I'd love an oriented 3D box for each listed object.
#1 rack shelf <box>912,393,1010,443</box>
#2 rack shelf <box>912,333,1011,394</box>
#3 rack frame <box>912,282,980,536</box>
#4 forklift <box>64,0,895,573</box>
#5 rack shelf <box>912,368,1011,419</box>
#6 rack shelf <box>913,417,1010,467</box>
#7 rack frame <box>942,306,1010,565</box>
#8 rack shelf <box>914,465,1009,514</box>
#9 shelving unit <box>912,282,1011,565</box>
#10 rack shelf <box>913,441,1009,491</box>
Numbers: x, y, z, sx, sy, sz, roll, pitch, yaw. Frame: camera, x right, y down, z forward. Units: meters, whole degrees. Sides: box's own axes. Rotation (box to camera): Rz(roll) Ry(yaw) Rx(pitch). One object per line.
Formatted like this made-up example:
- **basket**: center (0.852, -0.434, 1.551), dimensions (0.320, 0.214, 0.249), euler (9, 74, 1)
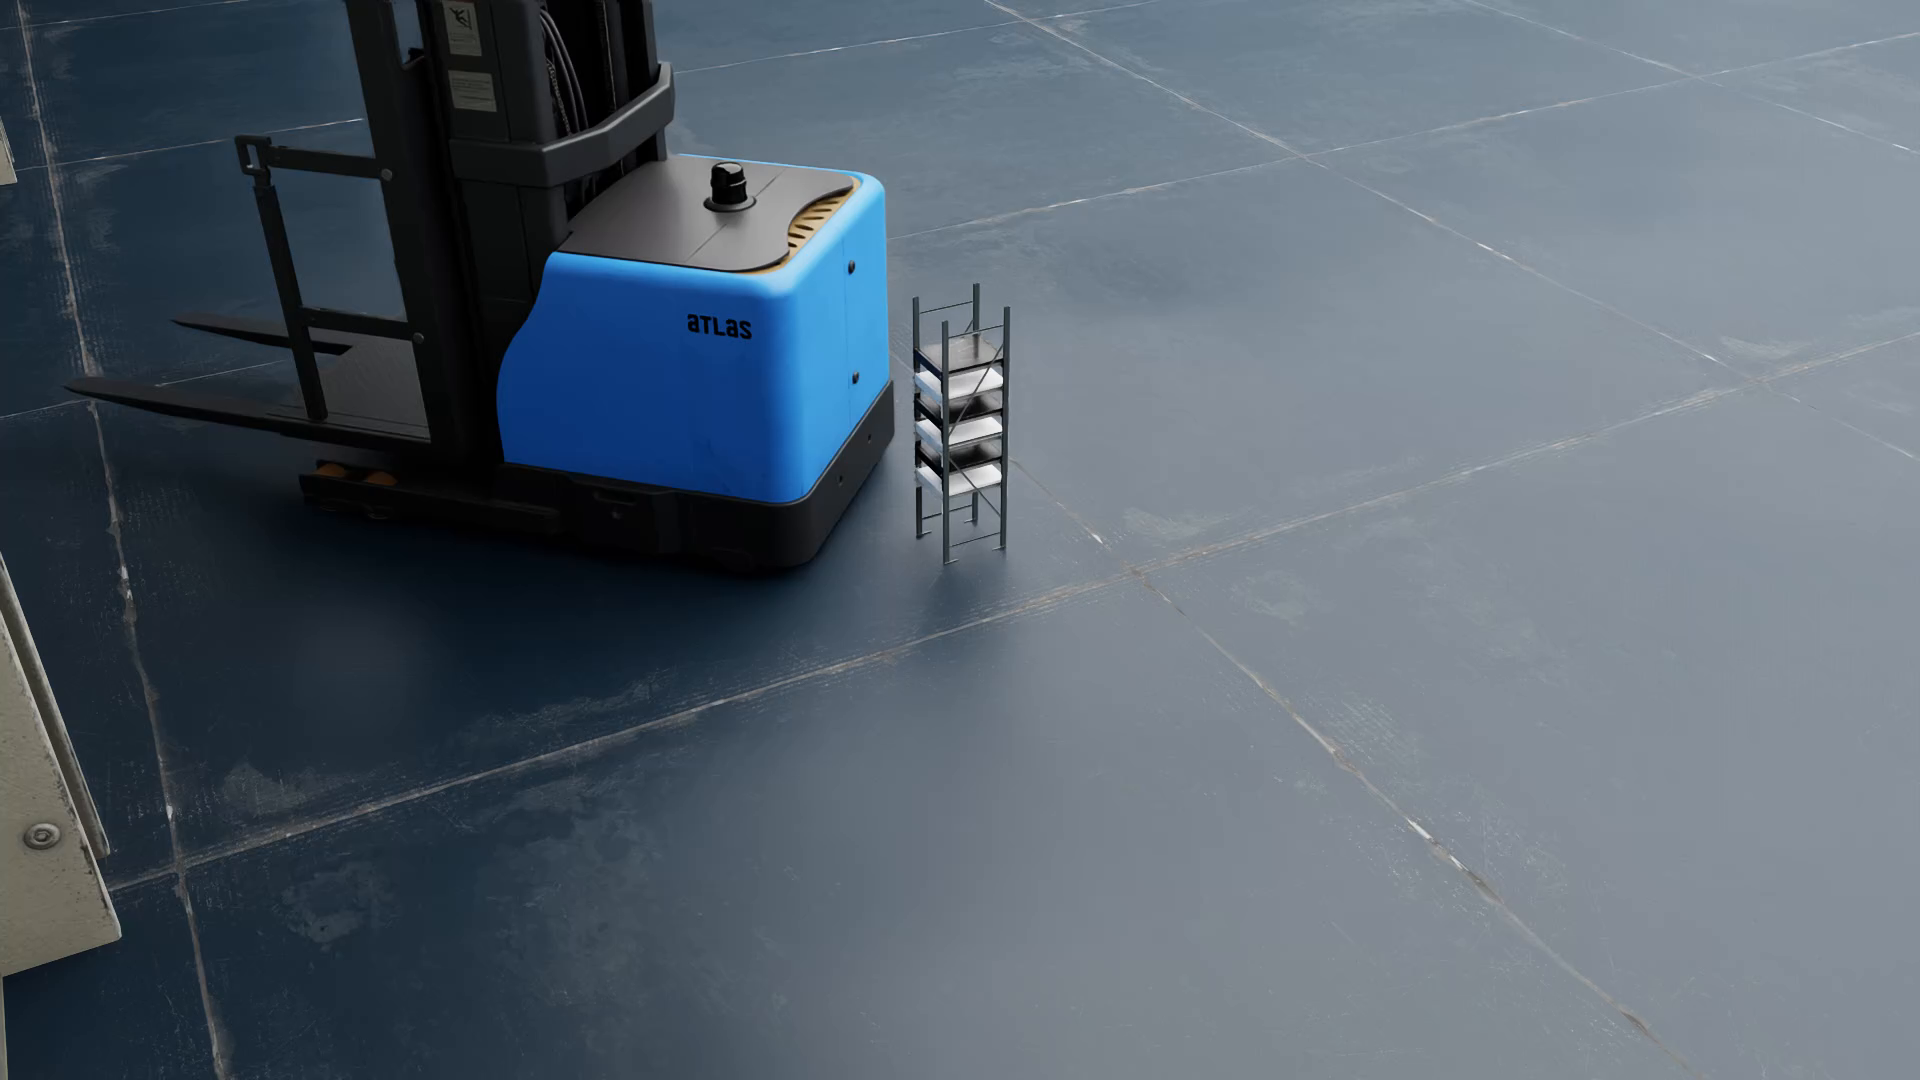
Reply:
- **rack shelf**: center (0.004, -0.423, 5.471), dimensions (0.258, 0.077, 0.200), euler (-16, 36, -23)
- **rack shelf**: center (0.004, -0.574, 5.374), dimensions (0.258, 0.077, 0.200), euler (-16, 36, -23)
- **rack frame**: center (-0.044, -0.424, 5.577), dimensions (0.240, 0.900, 0.006), euler (-16, 36, -23)
- **forklift**: center (-1.820, -1.568, 5.481), dimensions (3.031, 2.935, 1.130), euler (9, 34, 14)
- **rack shelf**: center (0.004, -0.499, 5.422), dimensions (0.258, 0.077, 0.200), euler (-16, 36, -23)
- **rack shelf**: center (0.004, -0.347, 5.519), dimensions (0.258, 0.077, 0.200), euler (-16, 36, -23)
- **rack frame**: center (0.051, -0.327, 5.425), dimensions (0.240, 0.900, 0.006), euler (-16, 36, -23)
- **rack shelf**: center (0.004, -0.195, 5.616), dimensions (0.258, 0.077, 0.200), euler (-16, 36, -23)
- **shelving unit**: center (0.004, -0.375, 5.501), dimensions (0.258, 0.900, 0.210), euler (-16, 36, -23)
- **rack shelf**: center (0.004, -0.271, 5.568), dimensions (0.258, 0.077, 0.200), euler (-16, 36, -23)
